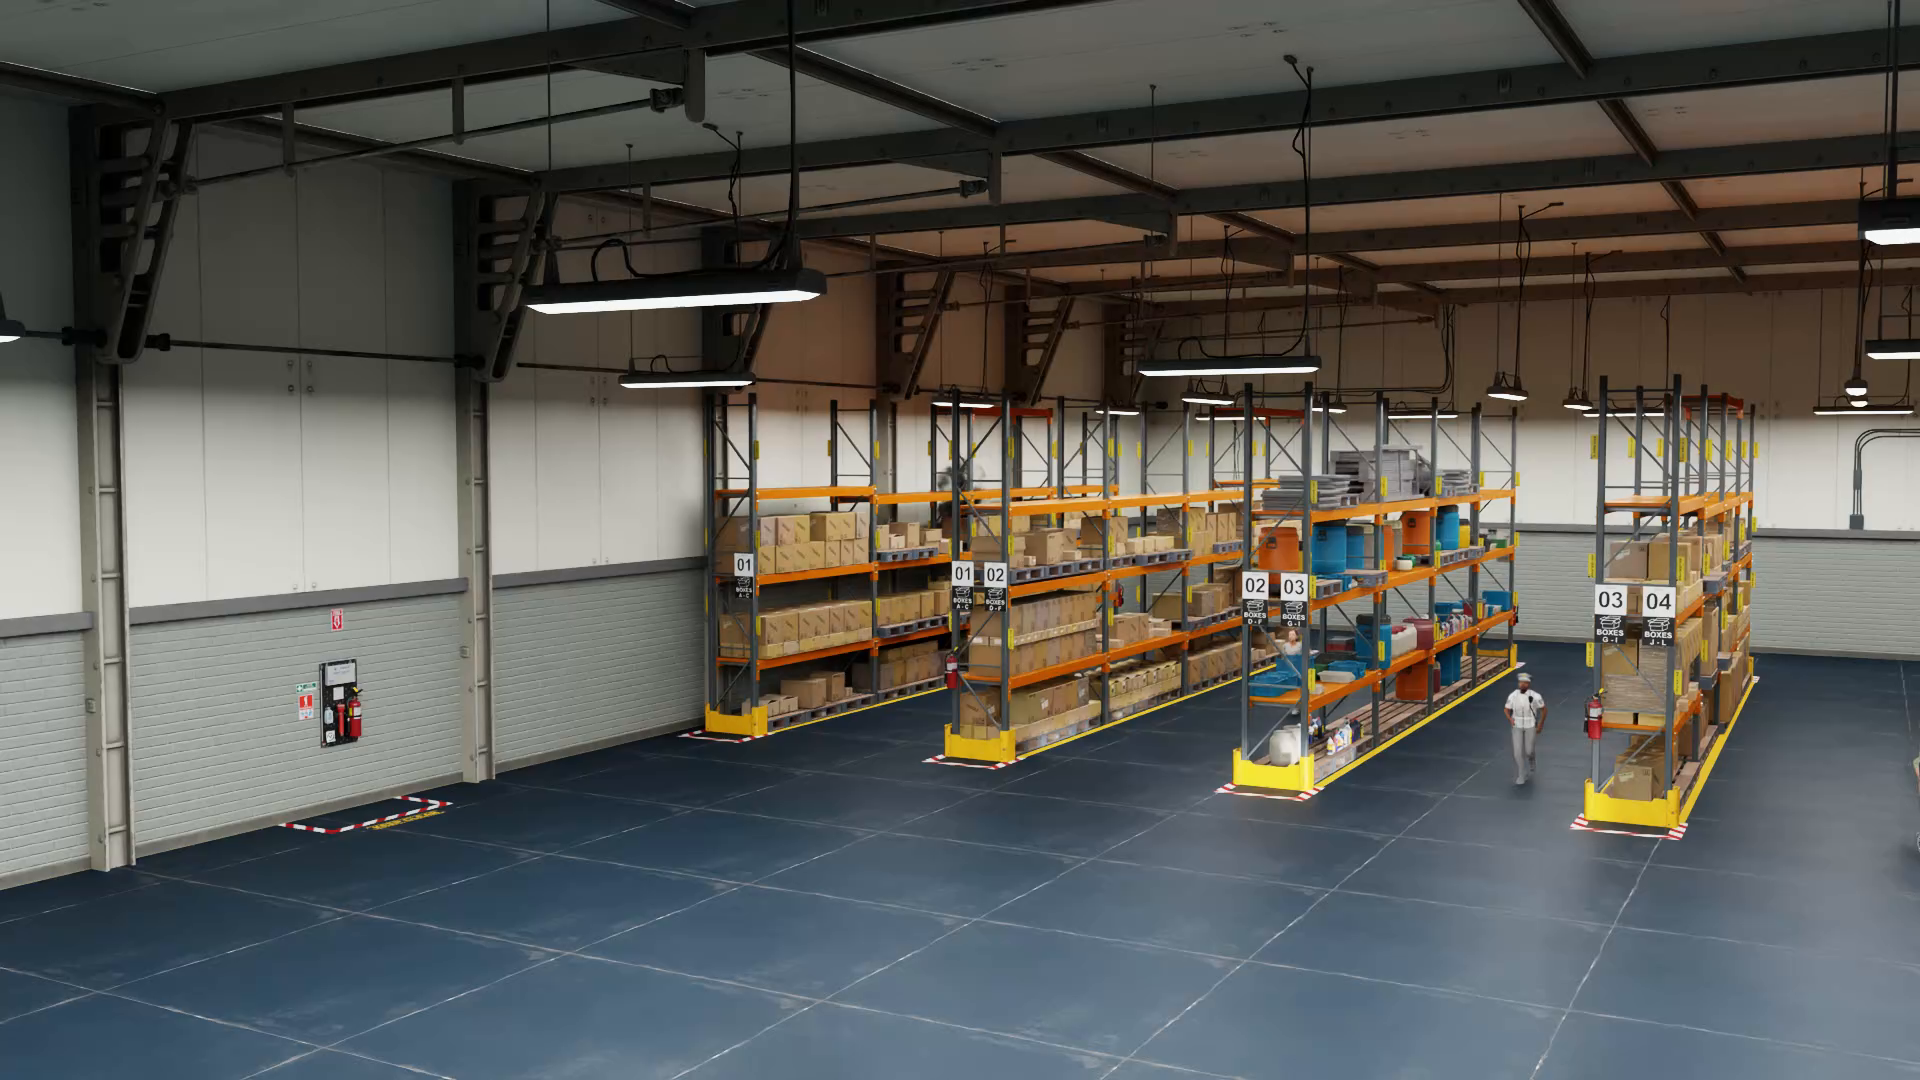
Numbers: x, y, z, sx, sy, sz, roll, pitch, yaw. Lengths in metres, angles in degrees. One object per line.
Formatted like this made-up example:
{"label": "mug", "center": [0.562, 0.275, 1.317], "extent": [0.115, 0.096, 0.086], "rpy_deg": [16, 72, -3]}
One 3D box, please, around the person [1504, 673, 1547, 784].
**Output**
{"label": "person", "center": [8.506, 2.828, 25.070], "extent": [0.607, 1.668, 0.565], "rpy_deg": [1, 3, 25]}

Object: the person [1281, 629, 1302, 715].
{"label": "person", "center": [6.275, 2.487, 31.339], "extent": [0.539, 1.626, 0.541], "rpy_deg": [2, 4, 31]}

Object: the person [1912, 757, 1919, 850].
{"label": "person", "center": [11.977, 3.124, 20.259], "extent": [0.526, 1.595, 0.625], "rpy_deg": [0, 3, -3]}
